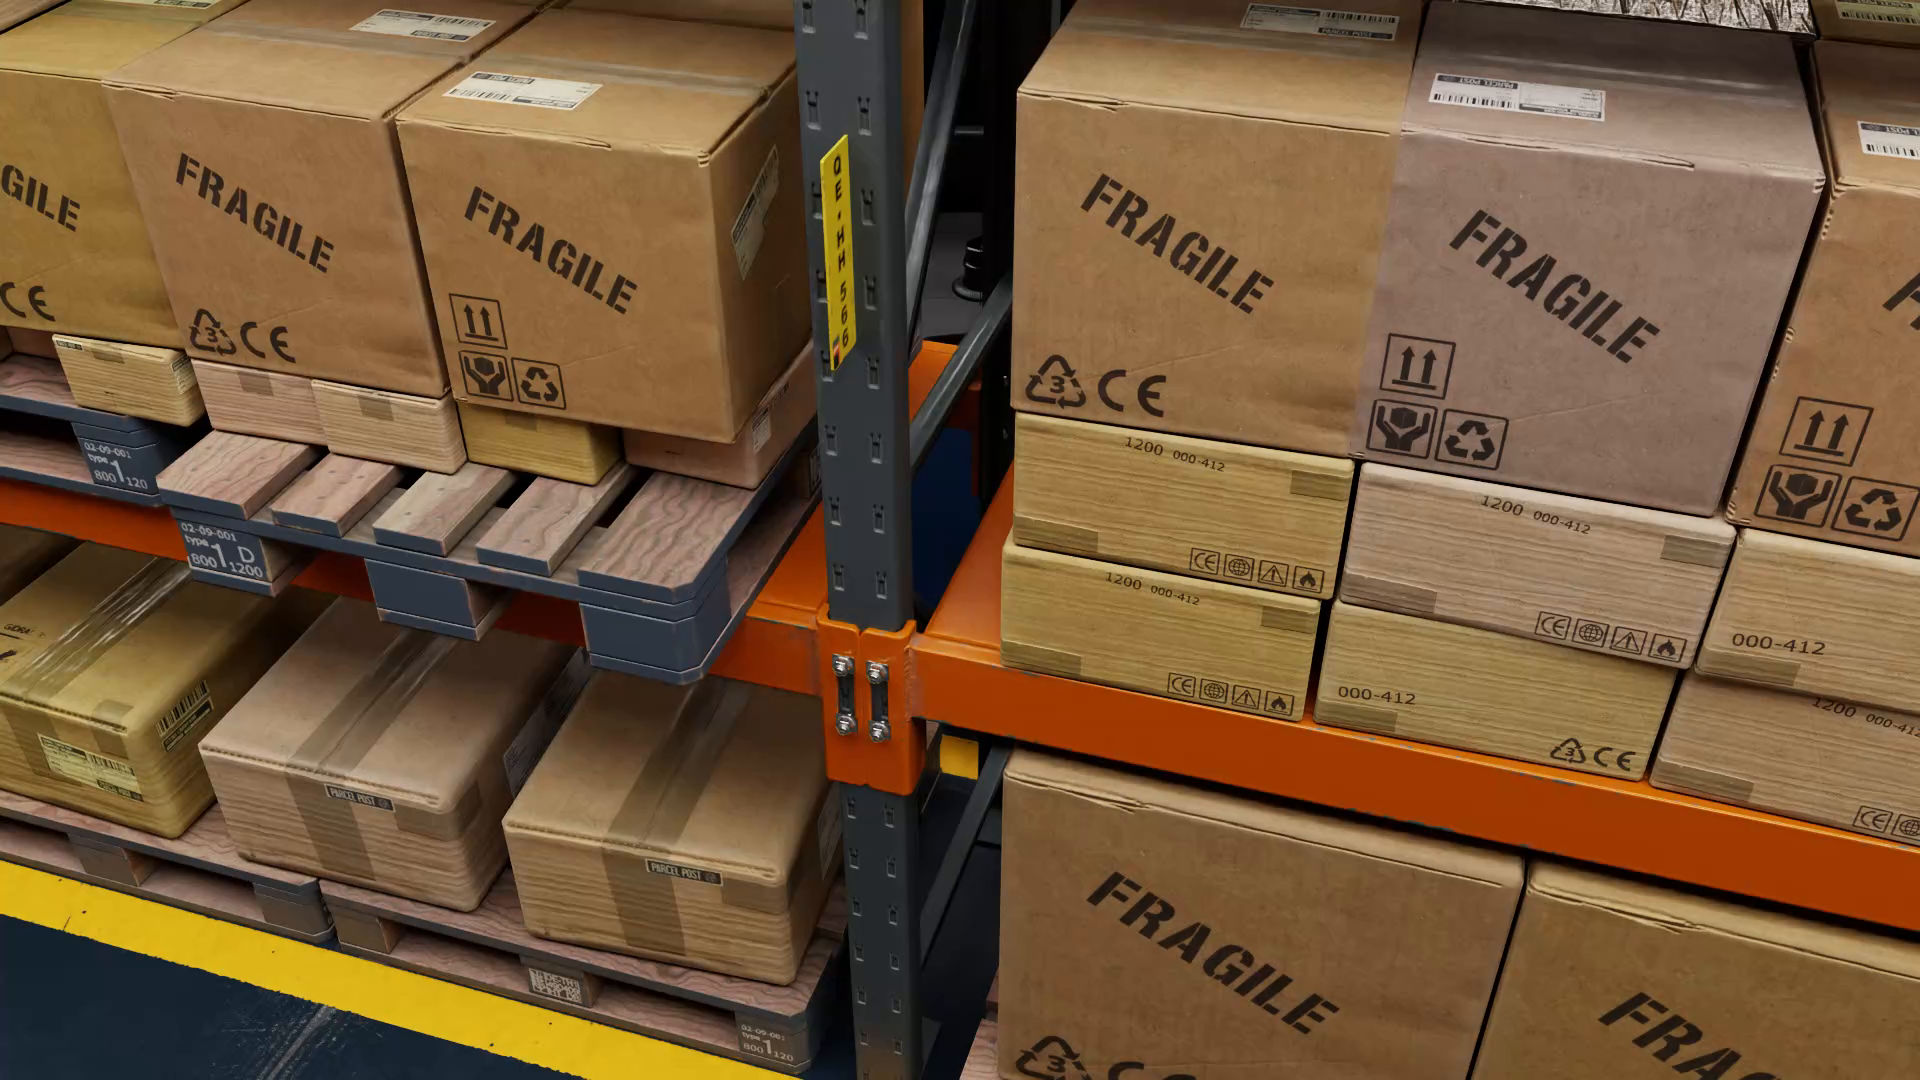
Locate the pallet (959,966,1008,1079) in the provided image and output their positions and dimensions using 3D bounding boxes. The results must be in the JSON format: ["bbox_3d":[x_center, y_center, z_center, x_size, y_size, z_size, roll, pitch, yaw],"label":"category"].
[{"bbox_3d":[0.713,1.027,3.676,1.213,0.211,1.003,10,38,14],"label":"pallet"}]

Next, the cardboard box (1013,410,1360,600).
[{"bbox_3d":[0.393,-0.190,2.682,0.500,0.250,0.500,10,38,14],"label":"cardboard box"}]

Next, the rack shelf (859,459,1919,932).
[{"bbox_3d":[1.892,0.365,2.830,4.000,0.370,1.077,10,38,14],"label":"rack shelf"}]

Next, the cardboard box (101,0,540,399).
[{"bbox_3d":[-1.031,-0.615,2.866,0.500,0.500,0.500,10,38,13],"label":"cardboard box"}]

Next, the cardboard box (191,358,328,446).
[{"bbox_3d":[-1.169,-0.345,3.046,0.250,0.149,0.380,9,37,12],"label":"cardboard box"}]

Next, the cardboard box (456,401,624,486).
[{"bbox_3d":[-0.678,-0.277,2.954,0.250,0.149,0.380,11,38,15],"label":"cardboard box"}]

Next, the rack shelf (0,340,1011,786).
[{"bbox_3d":[-1.926,-0.342,3.791,4.000,0.370,1.077,10,38,14],"label":"rack shelf"}]

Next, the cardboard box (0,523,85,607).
[{"bbox_3d":[-2.647,0.121,4.418,0.625,0.372,0.950,13,38,17],"label":"cardboard box"}]

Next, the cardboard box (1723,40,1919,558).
[{"bbox_3d":[1.346,-0.313,2.217,0.500,0.500,0.500,12,38,15],"label":"cardboard box"}]

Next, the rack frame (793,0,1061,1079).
[{"bbox_3d":[-0.017,-0.278,3.097,0.127,3.000,1.000,10,38,14],"label":"rack frame"}]

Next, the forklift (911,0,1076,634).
[{"bbox_3d":[0.096,-1.599,4.950,1.130,2.935,3.031,1,36,1],"label":"forklift"}]

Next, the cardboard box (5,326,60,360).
[{"bbox_3d":[-1.639,-0.502,3.259,0.250,0.149,0.380,11,38,14],"label":"cardboard box"}]

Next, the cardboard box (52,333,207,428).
[{"bbox_3d":[-1.436,-0.386,3.102,0.250,0.149,0.380,11,38,15],"label":"cardboard box"}]

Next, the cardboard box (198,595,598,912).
[{"bbox_3d":[-1.260,0.380,4.066,0.625,0.372,0.950,10,37,13],"label":"cardboard box"}]

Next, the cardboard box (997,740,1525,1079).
[{"bbox_3d":[0.617,0.578,3.373,0.875,0.875,0.875,10,38,13],"label":"cardboard box"}]

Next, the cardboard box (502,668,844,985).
[{"bbox_3d":[-0.554,0.506,3.895,0.625,0.372,0.950,8,37,11],"label":"cardboard box"}]

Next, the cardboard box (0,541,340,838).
[{"bbox_3d":[-1.982,0.243,4.252,0.625,0.372,0.950,12,38,15],"label":"cardboard box"}]

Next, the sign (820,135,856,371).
[{"bbox_3d":[-0.170,-0.404,2.358,0.005,0.325,0.100,10,38,14],"label":"sign"}]

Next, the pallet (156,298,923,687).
[{"bbox_3d":[-0.729,-0.266,3.243,1.003,0.211,1.213,10,38,14],"label":"pallet"}]

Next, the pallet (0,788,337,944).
[{"bbox_3d":[-1.923,0.489,4.407,1.213,0.211,1.003,10,38,14],"label":"pallet"}]

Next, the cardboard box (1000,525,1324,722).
[{"bbox_3d":[0.375,0.011,2.831,0.500,0.250,0.500,10,37,13],"label":"cardboard box"}]

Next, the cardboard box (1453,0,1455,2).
[{"bbox_3d":[1.948,-2.302,6.969,0.500,0.250,0.500,9,37,12],"label":"cardboard box"}]

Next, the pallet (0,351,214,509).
[{"bbox_3d":[-1.919,-0.527,3.598,1.213,0.211,1.003,10,38,14],"label":"pallet"}]

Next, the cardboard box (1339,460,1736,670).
[{"bbox_3d":[0.886,-0.098,2.557,0.500,0.250,0.500,11,38,15],"label":"cardboard box"}]

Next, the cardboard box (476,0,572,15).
[{"bbox_3d":[-0.877,-0.906,3.260,0.500,0.500,0.500,12,38,16],"label":"cardboard box"}]

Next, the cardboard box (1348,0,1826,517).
[{"bbox_3d":[0.857,-0.413,2.353,0.500,0.500,0.500,11,38,14],"label":"cardboard box"}]

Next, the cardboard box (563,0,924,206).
[{"bbox_3d":[-0.378,-0.818,3.141,0.500,0.500,0.500,9,37,13],"label":"cardboard box"}]

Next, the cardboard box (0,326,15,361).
[{"bbox_3d":[-1.903,-0.500,3.256,0.250,0.149,0.380,9,37,12],"label":"cardboard box"}]

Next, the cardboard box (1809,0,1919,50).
[{"bbox_3d":[1.519,-0.600,2.607,0.500,0.500,0.500,11,38,14],"label":"cardboard box"}]

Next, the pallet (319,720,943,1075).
[{"bbox_3d":[-0.763,0.706,4.112,1.213,0.211,1.003,10,38,14],"label":"pallet"}]

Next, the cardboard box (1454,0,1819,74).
[{"bbox_3d":[1.046,-0.691,2.731,0.500,0.500,0.500,11,38,15],"label":"cardboard box"}]

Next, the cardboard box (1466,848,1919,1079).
[{"bbox_3d":[1.467,0.738,3.155,0.875,0.875,0.875,11,38,14],"label":"cardboard box"}]

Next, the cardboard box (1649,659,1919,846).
[{"bbox_3d":[1.369,0.188,2.590,0.500,0.250,0.500,12,38,15],"label":"cardboard box"}]

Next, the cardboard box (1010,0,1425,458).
[{"bbox_3d":[0.381,-0.495,2.465,0.500,0.500,0.500,9,37,12],"label":"cardboard box"}]

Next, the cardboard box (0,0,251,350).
[{"bbox_3d":[-1.513,-0.704,2.986,0.500,0.500,0.500,8,37,11],"label":"cardboard box"}]

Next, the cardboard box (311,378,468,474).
[{"bbox_3d":[-0.932,-0.296,2.980,0.250,0.149,0.380,10,38,14],"label":"cardboard box"}]

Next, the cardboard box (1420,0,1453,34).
[{"bbox_3d":[0.554,-0.777,2.848,0.500,0.500,0.500,10,37,13],"label":"cardboard box"}]

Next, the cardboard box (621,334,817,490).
[{"bbox_3d":[-0.400,-0.271,2.945,0.250,0.149,0.380,12,38,16],"label":"cardboard box"}]

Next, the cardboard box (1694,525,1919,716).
[{"bbox_3d":[1.358,-0.002,2.428,0.500,0.250,0.500,10,38,14],"label":"cardboard box"}]

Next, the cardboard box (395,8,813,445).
[{"bbox_3d":[-0.534,-0.530,2.750,0.500,0.500,0.500,9,37,13],"label":"cardboard box"}]

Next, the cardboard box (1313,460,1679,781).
[{"bbox_3d":[0.870,0.092,2.721,0.500,0.250,0.500,9,37,13],"label":"cardboard box"}]
